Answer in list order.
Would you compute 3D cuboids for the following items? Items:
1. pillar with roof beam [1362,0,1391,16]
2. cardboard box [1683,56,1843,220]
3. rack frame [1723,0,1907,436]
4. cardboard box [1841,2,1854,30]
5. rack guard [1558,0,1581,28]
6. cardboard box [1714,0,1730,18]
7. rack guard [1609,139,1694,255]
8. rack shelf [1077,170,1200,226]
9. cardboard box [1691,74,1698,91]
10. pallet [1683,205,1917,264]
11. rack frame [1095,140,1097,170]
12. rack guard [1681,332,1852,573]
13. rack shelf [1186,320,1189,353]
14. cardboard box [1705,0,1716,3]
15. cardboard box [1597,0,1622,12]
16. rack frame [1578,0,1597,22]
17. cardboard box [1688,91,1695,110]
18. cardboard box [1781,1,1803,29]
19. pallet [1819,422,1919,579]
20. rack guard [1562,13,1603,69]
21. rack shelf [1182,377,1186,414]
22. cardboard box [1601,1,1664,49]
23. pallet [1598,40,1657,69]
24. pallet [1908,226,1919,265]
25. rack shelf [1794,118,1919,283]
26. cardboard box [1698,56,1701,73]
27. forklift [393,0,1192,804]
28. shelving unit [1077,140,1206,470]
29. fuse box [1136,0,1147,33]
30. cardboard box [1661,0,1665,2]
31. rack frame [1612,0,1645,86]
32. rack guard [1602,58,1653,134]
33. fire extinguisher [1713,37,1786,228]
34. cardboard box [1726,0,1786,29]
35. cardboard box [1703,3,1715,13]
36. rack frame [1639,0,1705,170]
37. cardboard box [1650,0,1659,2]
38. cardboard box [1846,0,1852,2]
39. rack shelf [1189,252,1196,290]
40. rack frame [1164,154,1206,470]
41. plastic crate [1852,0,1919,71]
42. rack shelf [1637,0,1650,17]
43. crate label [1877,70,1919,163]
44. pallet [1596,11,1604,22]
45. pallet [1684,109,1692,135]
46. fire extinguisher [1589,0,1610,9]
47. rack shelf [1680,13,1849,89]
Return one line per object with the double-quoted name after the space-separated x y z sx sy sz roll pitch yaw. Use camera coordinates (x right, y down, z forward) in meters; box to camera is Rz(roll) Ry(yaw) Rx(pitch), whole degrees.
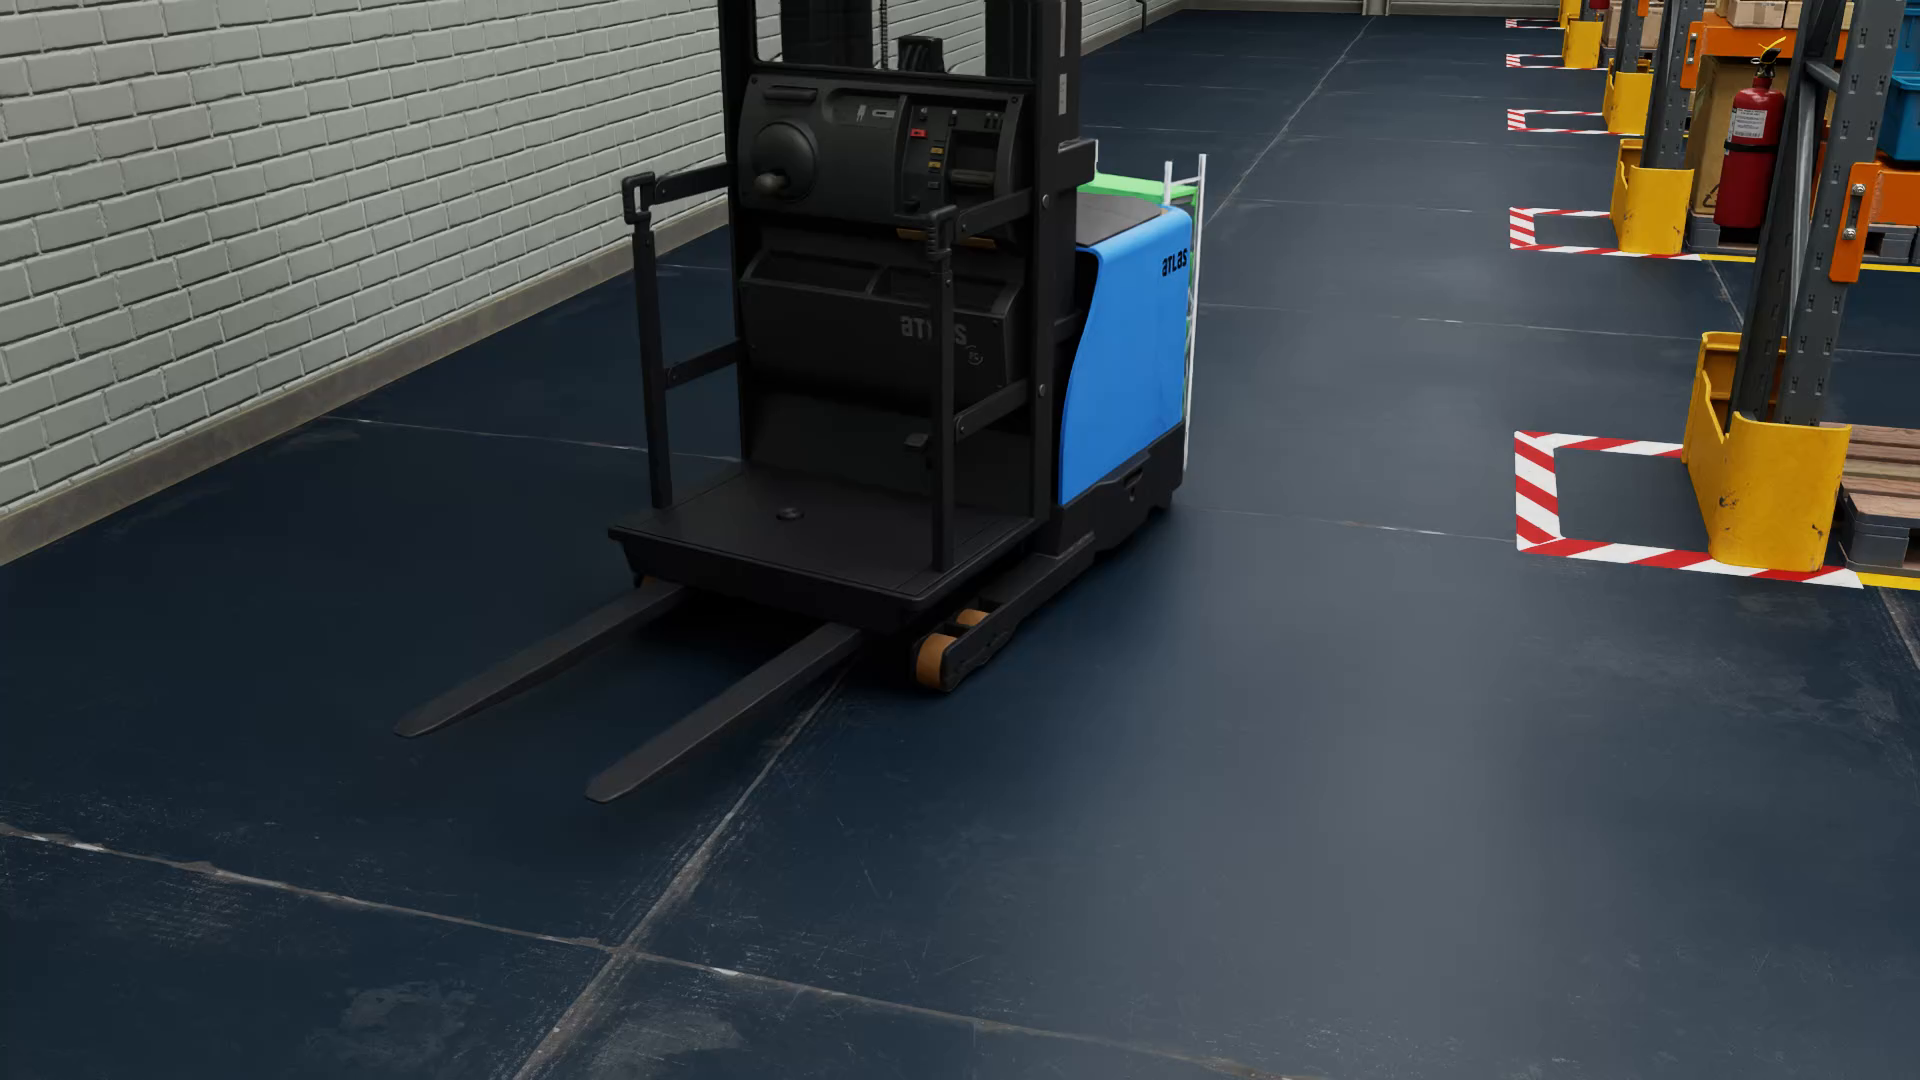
5.043 -10.543 19.616 0.400 9.000 9.100 7 23 16 "pillar with roof beam"
4.951 -2.475 10.097 0.875 0.875 0.875 7 23 16 "cardboard box"
2.884 -1.505 5.486 0.127 3.000 1.000 7 23 16 "rack frame"
5.051 -2.974 9.398 0.250 0.149 0.380 6 23 14 "cardboard box"
8.681 -7.544 23.503 0.348 0.500 1.175 7 23 16 "rack guard"
4.751 -3.269 10.118 0.250 0.149 0.380 7 23 17 "cardboard box"
4.292 -2.151 10.354 0.348 0.500 1.175 7 23 16 "rack guard"
0.617 -1.249 6.133 0.480 0.148 0.258 18 28 37 "rack shelf"
6.272 -3.958 14.277 0.250 0.149 0.380 8 23 18 "cardboard box"
5.103 -1.955 10.258 1.213 0.211 1.003 7 23 16 "pallet"
0.429 -0.923 6.434 0.015 1.200 0.240 18 28 37 "rack frame"
2.858 -0.346 5.956 0.348 0.500 1.175 7 23 16 "rack guard"
0.613 -0.803 6.310 0.480 0.148 0.258 18 28 37 "rack shelf"
10.451 -7.443 22.703 0.500 0.500 0.500 7 23 17 "cardboard box"
9.166 -7.647 23.195 0.637 0.503 0.797 6 23 13 "cardboard box"
7.178 -6.905 18.651 0.127 3.000 1.000 7 23 16 "rack frame"
6.254 -3.797 14.277 0.250 0.149 0.380 7 23 17 "cardboard box"
4.806 -3.002 9.467 0.250 0.149 0.380 6 23 15 "cardboard box"
3.663 -0.110 5.761 1.213 0.211 1.003 7 23 16 "pallet"
7.155 -5.751 19.132 0.348 0.500 1.175 7 23 16 "rack guard"
0.611 -0.580 6.399 0.480 0.148 0.258 18 28 37 "rack shelf"
7.839 -5.878 18.970 0.875 0.438 0.875 6 23 14 "cardboard box"
7.966 -5.556 19.036 1.213 0.211 1.003 7 23 16 "pallet"
6.267 -1.821 9.930 1.213 0.211 1.003 7 23 16 "pallet"
4.799 -0.953 5.088 4.000 0.370 1.077 7 23 16 "rack shelf"
6.248 -4.065 14.147 0.250 0.149 0.380 5 23 13 "cardboard box"
-0.347 -1.121 4.641 1.130 2.935 3.031 12 25 27 "forklift"
0.614 -0.862 6.287 0.503 1.200 0.258 18 28 37 "shelving unit"
2.519 -7.666 22.204 0.414 1.711 0.539 7 23 16 "fuse box"
9.973 -7.537 22.933 0.500 0.500 0.700 8 23 18 "cardboard box"
5.845 -5.095 14.240 0.127 3.000 1.000 7 23 16 "rack frame"
5.917 -3.931 14.694 0.348 0.500 1.175 7 23 16 "rack guard"
2.871 -1.478 6.015 0.183 0.674 0.296 7 23 16 "fire extinguisher"
4.560 -3.029 9.534 0.250 0.149 0.380 7 23 16 "cardboard box"
8.717 -5.781 18.733 0.875 0.438 0.875 7 23 17 "cardboard box"
4.315 -3.304 9.873 0.127 3.000 1.000 7 23 16 "rack frame"
9.562 -7.422 23.115 0.250 0.149 0.380 6 23 13 "cardboard box"
5.196 -3.167 9.345 0.500 0.250 0.500 6 23 15 "cardboard box"
0.615 -1.026 6.221 0.480 0.148 0.258 18 28 37 "rack shelf"
0.799 -0.802 6.140 0.015 1.200 0.240 18 28 37 "rack frame"
3.259 -1.580 5.544 0.499 0.435 0.616 7 23 16 "plastic crate"
7.759 -4.543 13.842 4.000 0.370 1.077 7 23 16 "rack shelf"
3.026 -1.309 5.149 0.303 0.233 0.416 7 23 16 "crate label"
9.444 -7.323 23.345 1.213 0.211 1.003 7 23 16 "pallet"
6.685 -3.695 14.500 1.213 0.211 1.003 7 23 16 "pallet"
5.737 -5.082 14.801 0.183 0.674 0.296 7 23 16 "fire extinguisher"
6.230 -2.752 9.475 4.000 0.370 1.077 7 23 16 "rack shelf"
